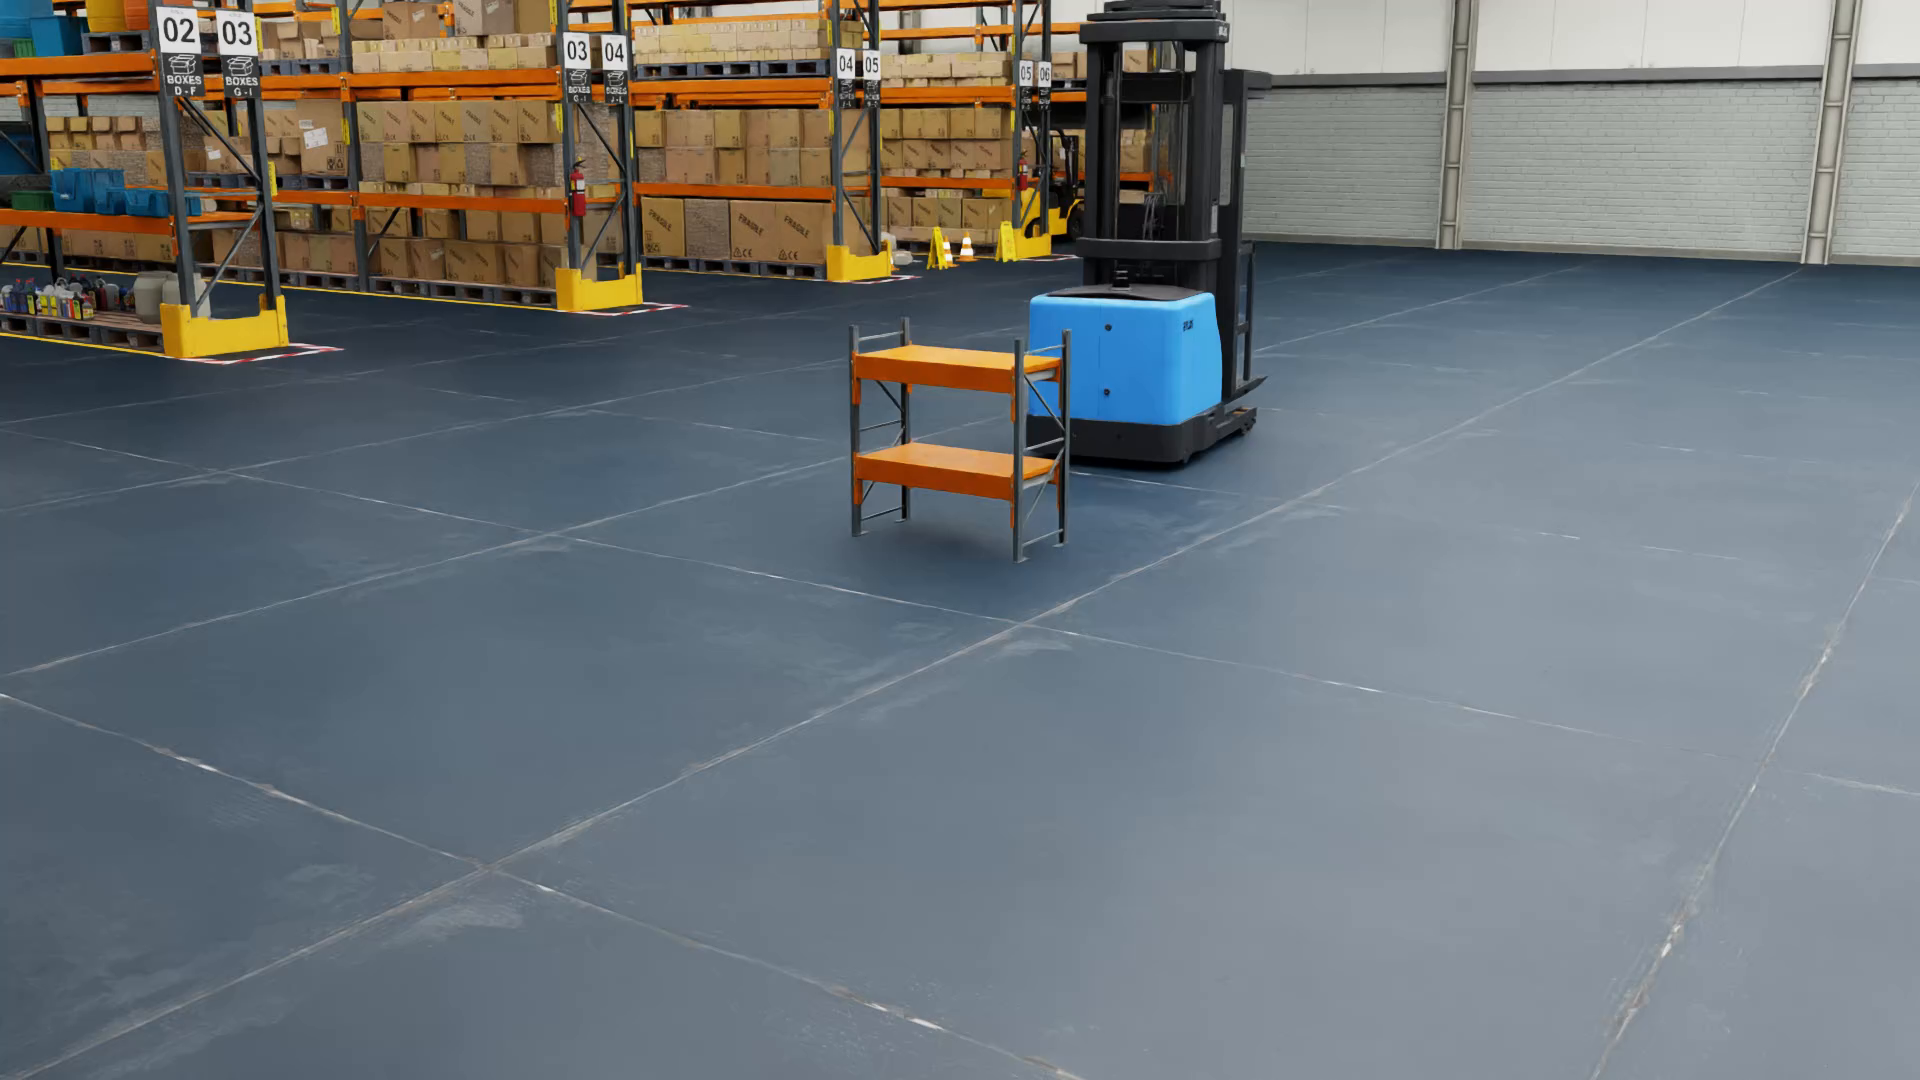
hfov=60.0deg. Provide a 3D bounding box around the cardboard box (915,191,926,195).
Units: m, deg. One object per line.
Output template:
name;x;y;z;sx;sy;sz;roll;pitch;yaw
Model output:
cardboard box;-0.437;-7.032;35.056;0.625;0.625;0.875;9;17;32

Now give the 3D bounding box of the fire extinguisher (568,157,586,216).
fire extinguisher;-4.499;-4.160;19.547;0.183;0.674;0.296;9;17;33

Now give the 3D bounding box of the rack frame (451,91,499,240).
rack frame;-8.123;-6.353;28.246;0.127;3.000;1.000;9;17;33

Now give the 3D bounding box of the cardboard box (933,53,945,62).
cardboard box;-0.249;-8.180;28.247;0.250;0.149;0.380;9;16;31

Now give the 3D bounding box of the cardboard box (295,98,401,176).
cardboard box;-8.237;-5.471;22.559;1.000;1.000;1.000;9;17;33

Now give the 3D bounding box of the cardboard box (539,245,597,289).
cardboard box;-4.846;-3.382;20.573;0.500;0.500;0.500;13;19;43

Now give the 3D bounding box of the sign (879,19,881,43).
sign;-1.170;-7.309;23.880;0.005;0.325;0.100;9;17;33

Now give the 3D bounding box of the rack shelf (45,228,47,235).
rack shelf;-12.080;-3.773;19.319;4.000;0.370;1.077;9;17;33

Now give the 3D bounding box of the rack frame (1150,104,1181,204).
rack frame;3.961;-7.271;31.953;0.127;3.000;1.000;9;17;33

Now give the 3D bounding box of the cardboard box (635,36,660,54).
cardboard box;-4.555;-7.475;25.148;0.500;0.250;0.500;9;17;33

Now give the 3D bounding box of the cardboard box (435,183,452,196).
cardboard box;-6.394;-4.432;21.008;0.250;0.149;0.380;9;17;33

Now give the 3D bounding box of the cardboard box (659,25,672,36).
cardboard box;-4.270;-7.606;24.844;0.250;0.149;0.380;9;17;32

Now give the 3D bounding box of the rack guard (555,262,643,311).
rack guard;-4.400;-3.102;20.313;0.348;0.500;1.175;9;17;33

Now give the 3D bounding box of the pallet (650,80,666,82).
pallet;-6.008;-8.794;32.256;1.003;0.211;1.213;10;17;35

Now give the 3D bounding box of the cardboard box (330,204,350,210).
cardboard box;-10.977;-6.092;29.959;0.500;0.250;0.500;8;16;30

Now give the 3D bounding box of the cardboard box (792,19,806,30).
cardboard box;-2.160;-7.265;23.469;0.250;0.149;0.380;9;17;33

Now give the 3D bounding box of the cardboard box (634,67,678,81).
cardboard box;-5.842;-9.084;31.947;0.637;0.503;0.797;8;16;29

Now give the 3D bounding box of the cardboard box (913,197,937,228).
cardboard box;-0.466;-5.708;28.926;0.500;0.500;0.500;9;16;32

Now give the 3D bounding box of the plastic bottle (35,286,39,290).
plastic bottle;-9.795;-2.557;17.671;0.097;0.271;0.097;0;14;0

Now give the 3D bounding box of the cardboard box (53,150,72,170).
cardboard box;-13.635;-5.784;25.738;0.500;0.500;0.500;9;17;33

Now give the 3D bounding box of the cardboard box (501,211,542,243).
cardboard box;-6.941;-5.249;27.592;0.750;0.750;1.050;9;17;34

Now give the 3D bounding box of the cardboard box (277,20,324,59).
cardboard box;-8.773;-6.760;22.559;0.637;0.503;0.797;10;17;35

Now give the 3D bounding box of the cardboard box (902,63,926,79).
cardboard box;-0.651;-8.027;28.458;0.500;0.250;0.500;9;17;33

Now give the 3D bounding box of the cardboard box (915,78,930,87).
cardboard box;-0.558;-7.804;28.387;0.250;0.149;0.380;9;16;32

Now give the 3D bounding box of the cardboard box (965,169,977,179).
cardboard box;0.291;-6.217;28.218;0.250;0.149;0.380;9;16;32

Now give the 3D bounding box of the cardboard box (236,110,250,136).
cardboard box;-13.271;-7.783;31.113;0.500;0.500;0.500;9;16;31

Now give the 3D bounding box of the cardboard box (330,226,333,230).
cardboard box;-11.565;-5.823;31.161;0.250;0.149;0.380;8;16;30

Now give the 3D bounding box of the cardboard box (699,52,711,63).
cardboard box;-3.634;-7.116;24.526;0.250;0.149;0.380;9;17;33

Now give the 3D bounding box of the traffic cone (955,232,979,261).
traffic cone;0.117;-4.850;27.452;0.334;0.463;0.336;9;17;33

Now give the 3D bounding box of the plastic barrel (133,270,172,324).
plastic barrel;-8.106;-2.454;16.797;0.421;0.512;0.421;0;14;0

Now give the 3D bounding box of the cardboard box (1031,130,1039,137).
cardboard box;1.611;-8.080;33.042;0.250;0.149;0.380;9;16;32

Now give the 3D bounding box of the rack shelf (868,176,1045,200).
rack shelf;-0.466;-6.200;29.123;4.000;0.370;1.077;9;17;33

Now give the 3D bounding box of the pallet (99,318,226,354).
pallet;-7.862;-2.075;16.765;1.213;0.211;1.003;9;17;33

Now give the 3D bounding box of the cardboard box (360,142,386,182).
cardboard box;-7.317;-4.962;21.797;0.500;0.500;0.875;9;17;33

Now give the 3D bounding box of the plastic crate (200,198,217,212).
plastic crate;-7.664;-3.374;16.758;0.250;0.136;0.298;9;17;33

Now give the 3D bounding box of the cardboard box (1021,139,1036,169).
cardboard box;0.955;-6.593;28.386;0.500;0.500;0.500;9;16;32

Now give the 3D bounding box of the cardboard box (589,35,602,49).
cardboard box;-4.437;-5.965;19.916;0.250;0.149;0.380;9;17;32

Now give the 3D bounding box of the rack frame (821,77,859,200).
rack frame;-2.125;-6.817;30.120;0.127;3.000;1.000;9;17;33

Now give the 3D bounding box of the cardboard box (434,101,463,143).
cardboard box;-6.173;-5.210;20.719;0.500;0.500;0.500;9;17;33

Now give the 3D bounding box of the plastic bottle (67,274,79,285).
plastic bottle;-9.725;-2.753;18.298;0.185;0.351;0.144;9;16;31

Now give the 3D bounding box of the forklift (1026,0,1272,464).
forklift;1.505;-2.217;11.678;1.130;2.935;3.031;6;15;24

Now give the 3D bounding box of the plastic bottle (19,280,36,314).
plastic bottle;-9.826;-2.565;17.541;0.185;0.351;0.144;8;16;30

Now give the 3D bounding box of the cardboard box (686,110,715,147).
cardboard box;-3.625;-6.207;25.096;0.550;0.550;0.875;9;17;33

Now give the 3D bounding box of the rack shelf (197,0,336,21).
rack shelf;-13.102;-9.719;30.862;4.000;0.370;1.077;9;17;33

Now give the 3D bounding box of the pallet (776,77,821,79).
pallet;-2.578;-8.286;30.203;1.003;0.211;1.213;9;17;33

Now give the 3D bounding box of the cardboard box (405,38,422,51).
cardboard box;-6.686;-6.173;20.757;0.250;0.149;0.380;9;16;32

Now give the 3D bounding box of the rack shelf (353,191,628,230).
rack shelf;-5.997;-4.224;21.141;4.000;0.370;1.077;9;17;33

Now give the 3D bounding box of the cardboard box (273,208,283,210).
cardboard box;-12.776;-6.121;31.128;0.250;0.149;0.380;8;16;30

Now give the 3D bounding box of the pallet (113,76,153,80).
pallet;-11.539;-6.818;24.274;1.003;0.211;1.213;10;17;35

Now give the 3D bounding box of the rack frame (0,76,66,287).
rack frame;-10.420;-3.854;18.149;0.127;3.000;1.000;9;17;33

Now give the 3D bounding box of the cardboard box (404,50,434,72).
cardboard box;-6.578;-5.974;20.785;0.500;0.250;0.500;8;16;31

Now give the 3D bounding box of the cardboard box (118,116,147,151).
cardboard box;-12.112;-6.103;24.937;0.637;0.503;0.797;10;17;34

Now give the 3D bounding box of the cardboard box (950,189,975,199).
cardboard box;0.041;-5.920;28.434;0.250;0.149;0.380;10;17;34

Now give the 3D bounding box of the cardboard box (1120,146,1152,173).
cardboard box;3.406;-7.333;31.997;0.500;0.500;0.500;9;16;32

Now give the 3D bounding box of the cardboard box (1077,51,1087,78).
cardboard box;2.664;-9.196;32.197;0.500;0.500;0.700;9;17;33

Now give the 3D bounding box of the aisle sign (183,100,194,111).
aisle sign;-14.989;-8.638;32.065;0.004;0.787;0.394;9;17;33

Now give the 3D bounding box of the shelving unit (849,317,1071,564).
shelving unit;-0.006;-0.547;8.692;1.048;1.125;0.538;9;17;33
